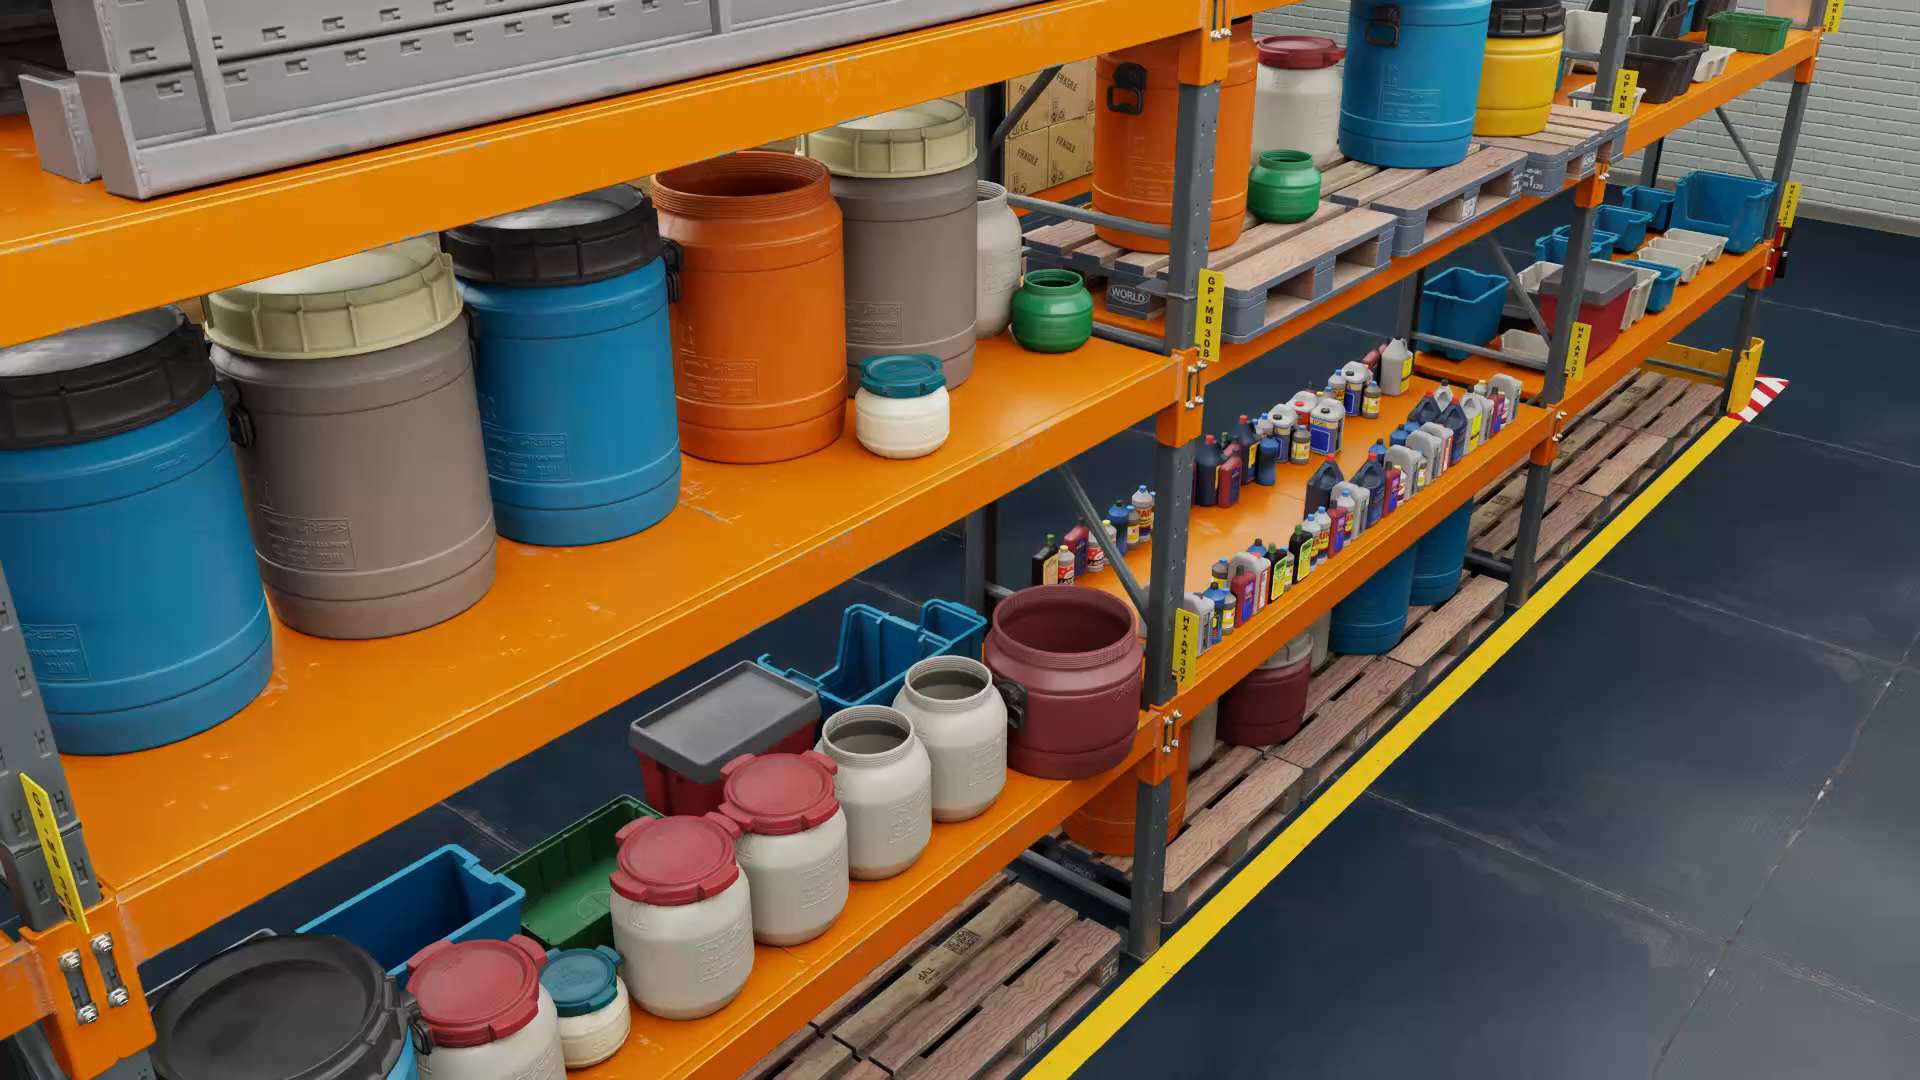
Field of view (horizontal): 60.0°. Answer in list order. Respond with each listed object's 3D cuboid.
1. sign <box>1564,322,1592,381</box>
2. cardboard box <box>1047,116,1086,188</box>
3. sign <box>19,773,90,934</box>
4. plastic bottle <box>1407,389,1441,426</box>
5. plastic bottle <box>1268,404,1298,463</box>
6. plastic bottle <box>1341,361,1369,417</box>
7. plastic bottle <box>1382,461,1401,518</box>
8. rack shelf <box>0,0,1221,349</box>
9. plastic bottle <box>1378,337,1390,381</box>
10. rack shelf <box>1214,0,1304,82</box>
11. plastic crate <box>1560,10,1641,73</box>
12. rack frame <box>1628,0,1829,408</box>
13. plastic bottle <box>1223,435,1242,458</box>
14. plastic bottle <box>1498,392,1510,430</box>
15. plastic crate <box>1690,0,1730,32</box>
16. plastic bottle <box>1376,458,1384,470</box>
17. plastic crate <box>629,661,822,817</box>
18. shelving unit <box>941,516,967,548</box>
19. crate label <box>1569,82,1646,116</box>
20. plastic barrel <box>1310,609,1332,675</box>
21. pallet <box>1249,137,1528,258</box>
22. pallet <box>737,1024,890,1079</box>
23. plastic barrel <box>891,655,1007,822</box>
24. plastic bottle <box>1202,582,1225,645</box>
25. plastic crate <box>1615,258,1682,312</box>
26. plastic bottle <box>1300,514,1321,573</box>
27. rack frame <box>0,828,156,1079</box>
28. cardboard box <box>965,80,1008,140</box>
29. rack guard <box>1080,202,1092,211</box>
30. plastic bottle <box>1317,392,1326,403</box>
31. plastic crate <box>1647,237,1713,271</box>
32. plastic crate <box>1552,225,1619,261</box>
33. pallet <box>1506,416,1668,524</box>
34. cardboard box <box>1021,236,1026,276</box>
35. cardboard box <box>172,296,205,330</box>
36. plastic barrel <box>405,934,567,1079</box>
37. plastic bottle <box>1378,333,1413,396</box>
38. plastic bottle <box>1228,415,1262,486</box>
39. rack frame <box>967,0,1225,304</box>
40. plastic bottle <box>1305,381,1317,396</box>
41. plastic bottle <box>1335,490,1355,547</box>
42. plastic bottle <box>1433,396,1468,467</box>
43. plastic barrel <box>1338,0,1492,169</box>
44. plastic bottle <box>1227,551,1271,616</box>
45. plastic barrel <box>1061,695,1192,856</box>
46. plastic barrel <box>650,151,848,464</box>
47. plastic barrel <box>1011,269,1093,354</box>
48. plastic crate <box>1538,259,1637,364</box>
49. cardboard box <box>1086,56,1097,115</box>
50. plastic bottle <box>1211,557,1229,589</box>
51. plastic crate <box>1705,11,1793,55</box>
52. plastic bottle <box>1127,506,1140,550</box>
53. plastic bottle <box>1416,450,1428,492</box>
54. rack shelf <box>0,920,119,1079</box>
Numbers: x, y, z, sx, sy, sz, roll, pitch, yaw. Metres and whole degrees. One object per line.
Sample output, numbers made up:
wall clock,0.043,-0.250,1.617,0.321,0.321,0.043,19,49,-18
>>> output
sign,3.417,-1.043,9.200,0.100,0.325,0.005,21,34,34
cardboard box,0.674,-3.216,13.592,0.500,0.500,0.500,20,34,34
sign,-1.678,0.584,3.083,0.100,0.325,0.005,21,34,34
plastic bottle,2.432,-0.614,8.727,0.144,0.351,0.185,21,34,34
plastic bottle,1.669,-0.563,8.708,0.152,0.276,0.135,21,34,34
plastic bottle,2.172,-0.844,9.251,0.152,0.276,0.135,21,34,34
plastic bottle,2.094,-0.262,8.118,0.061,0.283,0.133,21,34,34
rack shelf,-0.823,-1.121,4.342,1.077,0.370,4.000,21,34,34
plastic bottle,2.431,-1.024,9.592,0.061,0.283,0.133,21,34,34
rack shelf,1.721,-2.539,7.083,1.077,0.370,4.000,21,34,34
plastic crate,8.961,1.893,1.779,20.812,1.282,9.301,21,34,34
rack frame,5.538,-2.499,12.317,1.000,3.000,0.127,21,34,34
plastic bottle,1.354,-0.380,8.346,0.061,0.283,0.133,21,34,34
plastic bottle,2.940,-0.710,9.073,0.097,0.201,0.097,0,27,0
plastic crate,5.078,-3.719,11.551,0.497,0.269,0.590,21,34,34
plastic bottle,2.022,-0.273,8.153,0.097,0.271,0.097,0,27,0
plastic crate,-0.815,0.792,5.885,0.402,0.464,0.583,21,34,34
shelving unit,0.034,-0.485,10.545,0.215,1.050,0.252,21,34,34
crate label,3.528,-2.385,9.119,0.293,0.136,0.466,21,34,34
plastic barrel,1.756,0.450,8.866,0.421,0.512,0.421,0,27,0
pallet,1.851,-1.620,7.558,1.003,0.211,1.213,21,34,34
pallet,-0.850,2.269,6.133,1.003,0.211,1.213,21,34,34
plastic barrel,-0.040,0.714,5.983,0.421,0.512,0.421,0,27,0
plastic bottle,1.069,0.302,7.042,0.097,0.271,0.097,0,27,0
plastic crate,4.429,-1.649,10.789,0.416,0.233,0.300,21,34,34
plastic bottle,1.595,0.009,7.608,0.097,0.271,0.097,0,27,0
rack frame,-2.095,1.755,4.093,1.000,3.000,0.127,21,34,34
cardboard box,0.018,-3.287,12.641,0.500,0.500,0.500,20,33,33
rack guard,1.670,-2.811,15.640,1.175,0.500,0.348,21,34,34
plastic bottle,1.954,-0.708,9.071,0.097,0.201,0.097,0,27,0
plastic crate,4.963,-1.968,11.512,0.396,0.136,0.243,21,34,34
plastic crate,4.289,-1.994,11.456,0.416,0.233,0.300,21,34,34
pallet,4.207,-0.549,11.582,1.003,0.211,1.213,21,34,34
cardboard box,0.365,-2.284,14.139,0.797,0.503,0.637,21,34,34
cardboard box,-6.626,-2.013,13.258,0.750,0.750,0.750,20,34,34
plastic barrel,-1.317,1.420,4.593,0.433,0.535,0.433,0,27,0
plastic bottle,2.494,-1.015,9.501,0.144,0.351,0.185,21,34,34
plastic bottle,1.440,-0.472,8.451,0.144,0.351,0.185,21,34,34
rack frame,0.449,-2.328,5.456,1.000,3.000,0.127,21,34,34
plastic bottle,1.866,-0.709,8.983,0.061,0.283,0.133,21,34,34
plastic bottle,1.803,-0.107,7.833,0.097,0.271,0.097,0,27,0
plastic bottle,2.544,-0.572,8.645,0.144,0.351,0.185,21,34,34
plastic barrel,2.026,-2.173,7.418,0.600,0.901,0.708,21,34,34
plastic bottle,1.268,0.169,7.294,0.152,0.276,0.135,21,34,34
plastic barrel,0.747,0.936,7.581,0.600,0.830,0.708,21,34,34
plastic barrel,-0.657,-0.726,5.158,0.600,0.830,0.708,21,34,34
plastic barrel,0.332,-0.824,5.982,0.294,0.245,0.294,0,27,0
plastic crate,3.755,-1.380,10.017,0.402,0.464,0.583,21,34,34
cardboard box,1.000,-3.834,13.700,0.500,0.500,0.500,22,34,36
plastic bottle,1.160,0.172,7.368,0.097,0.201,0.097,0,27,0
plastic crate,5.131,-3.304,10.839,0.450,0.188,0.336,21,34,34
plastic bottle,0.797,-0.064,7.825,0.097,0.201,0.097,0,27,0
plastic bottle,2.301,-0.354,8.385,0.097,0.201,0.097,0,27,0
rack shelf,-3.367,1.452,2.198,1.077,0.370,4.000,21,34,34
